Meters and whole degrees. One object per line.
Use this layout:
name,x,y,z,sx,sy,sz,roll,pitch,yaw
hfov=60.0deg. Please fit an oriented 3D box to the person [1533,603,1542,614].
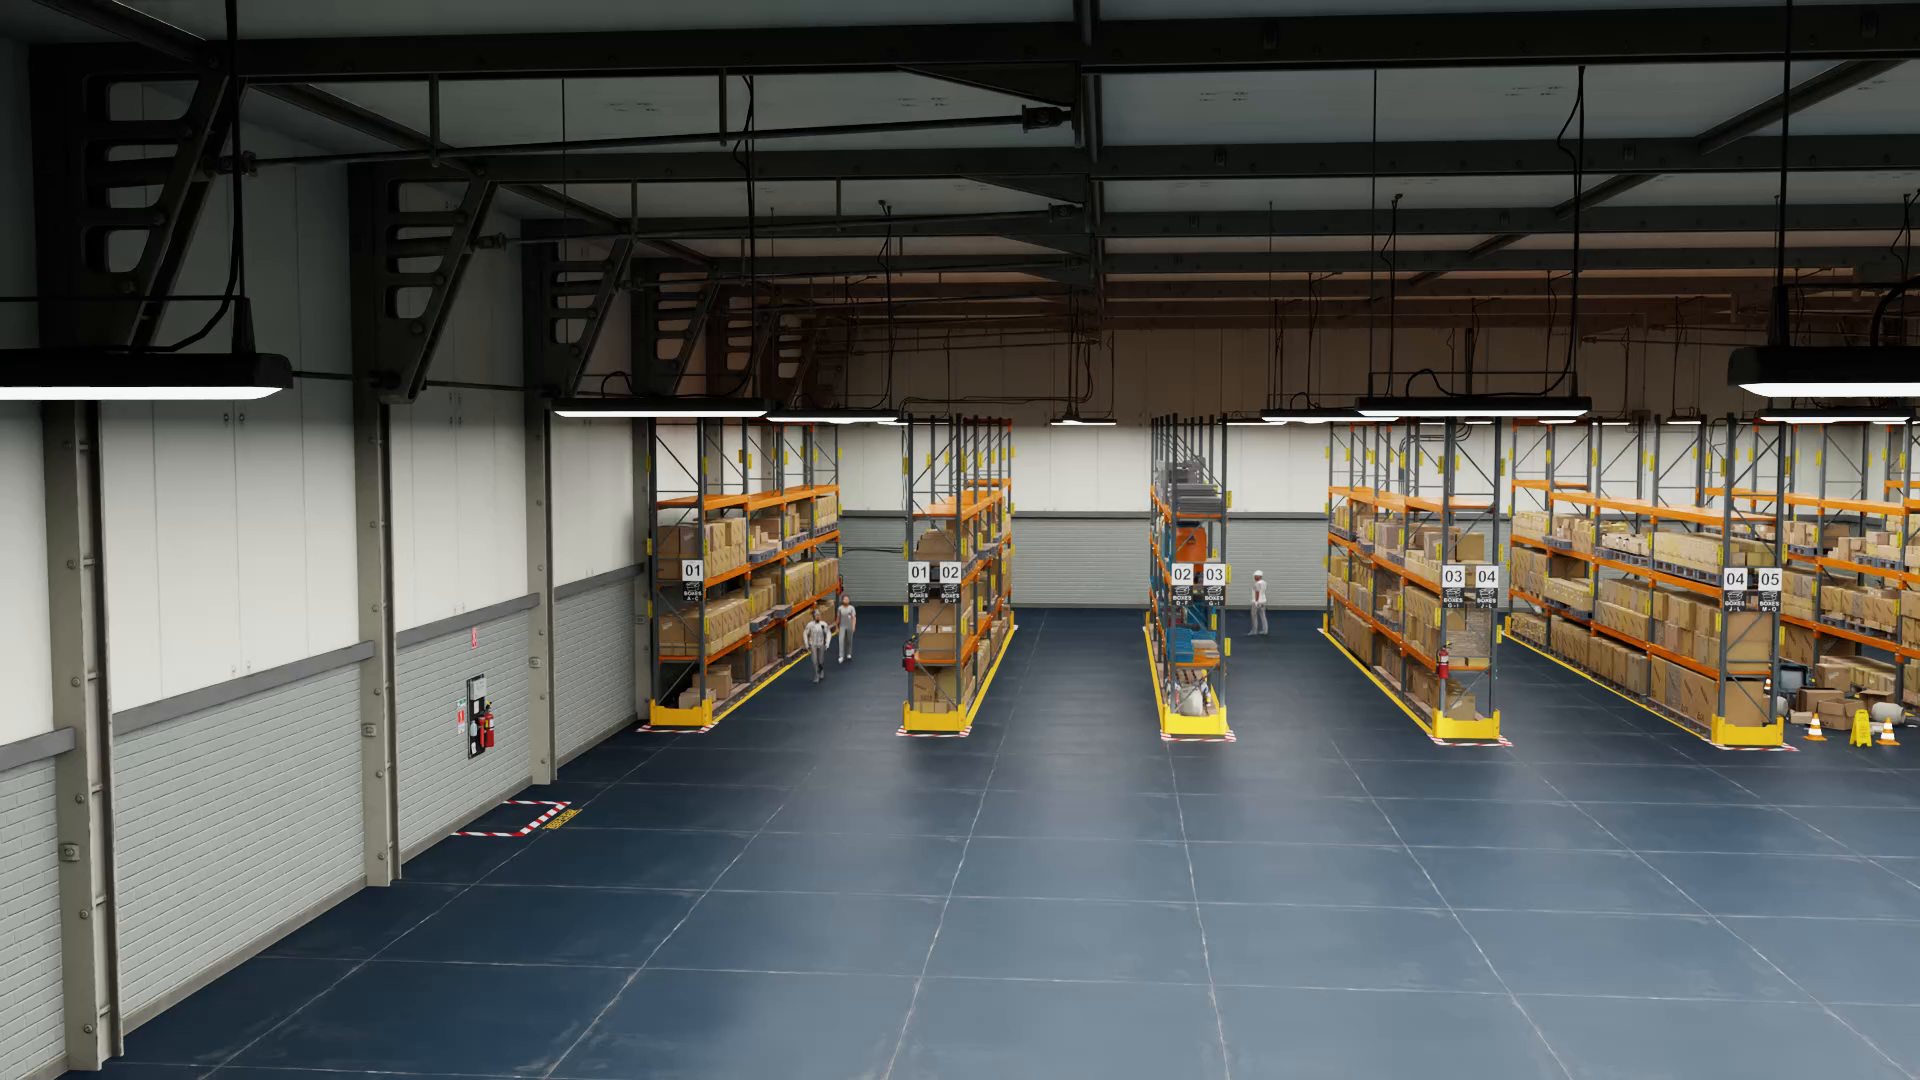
person,17.052,1.526,49.253,0.631,1.744,1.077,4,5,43

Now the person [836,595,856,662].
person,-2.798,2.148,40.736,0.498,1.599,1.044,0,4,-4

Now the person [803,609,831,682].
person,-3.240,2.373,37.656,0.631,1.646,0.565,0,4,-2

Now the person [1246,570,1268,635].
person,8.260,1.744,46.035,0.619,1.808,0.625,3,5,41
